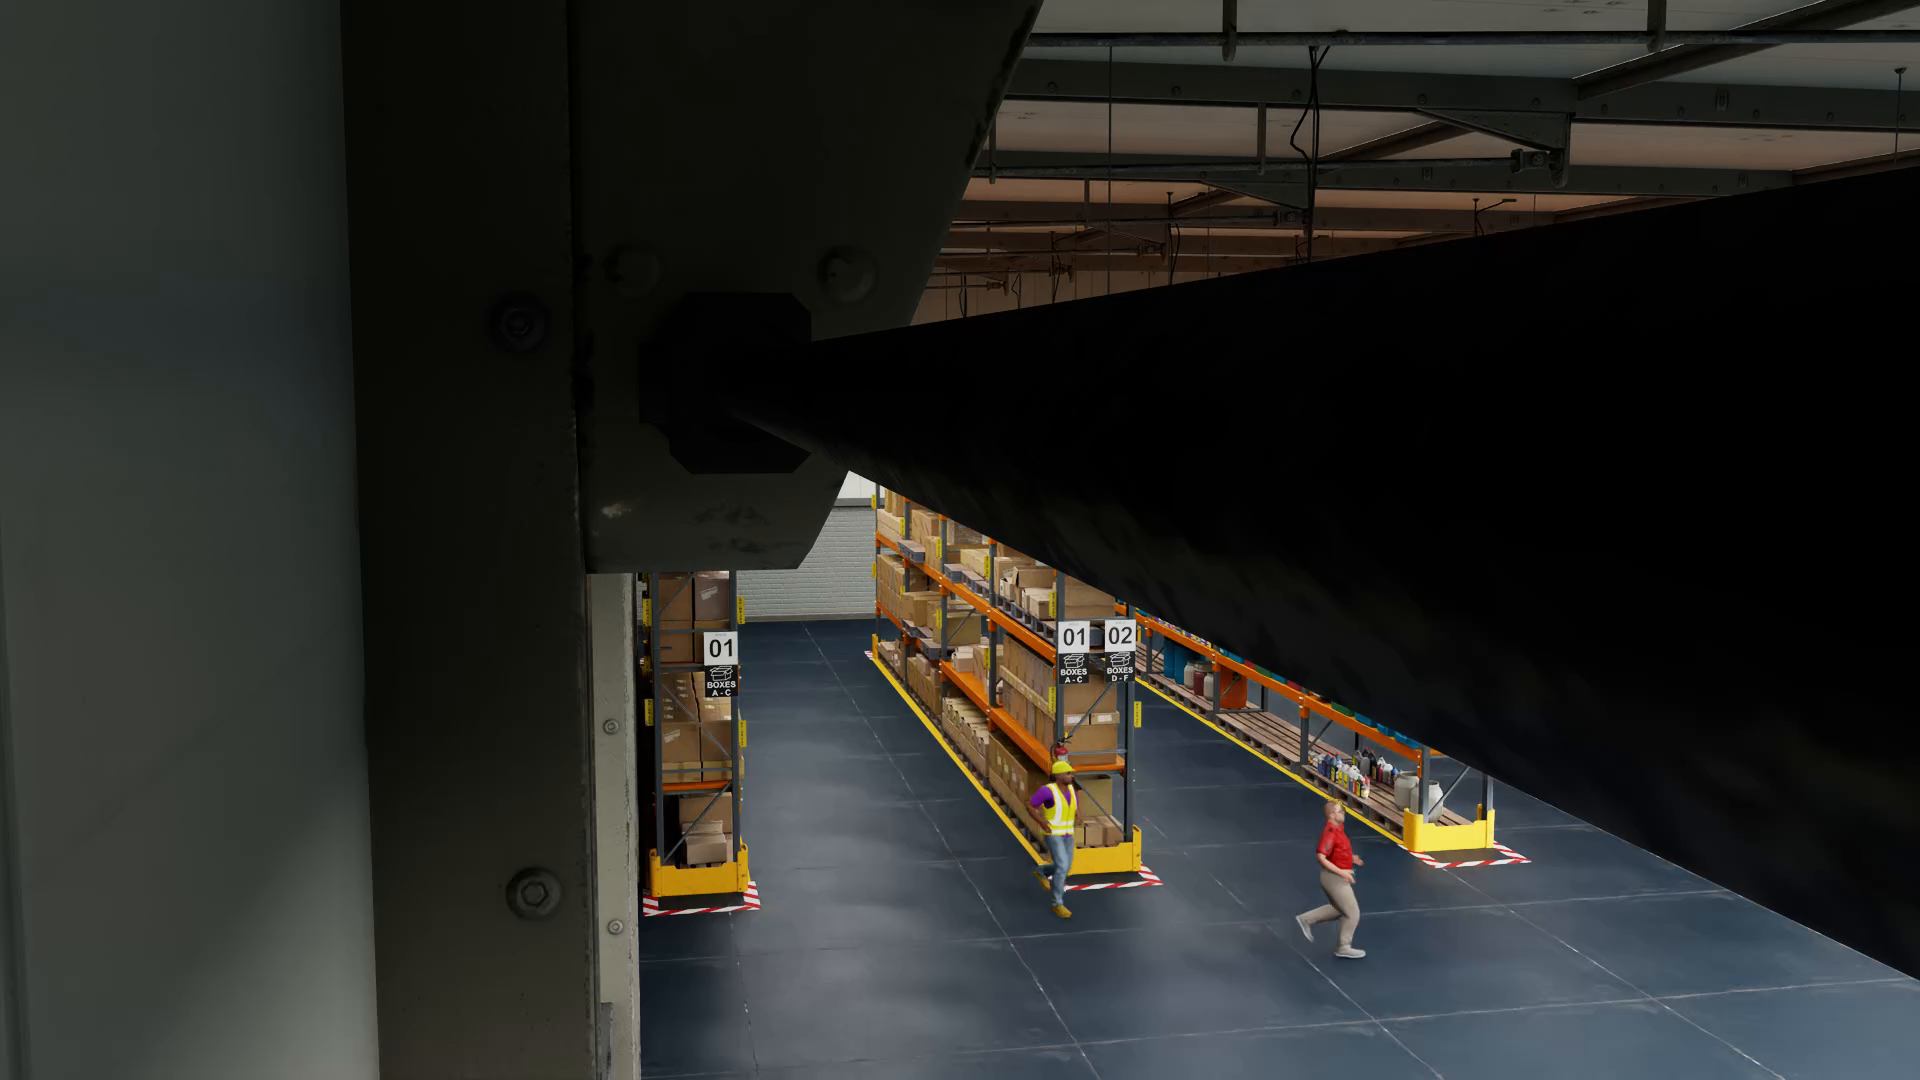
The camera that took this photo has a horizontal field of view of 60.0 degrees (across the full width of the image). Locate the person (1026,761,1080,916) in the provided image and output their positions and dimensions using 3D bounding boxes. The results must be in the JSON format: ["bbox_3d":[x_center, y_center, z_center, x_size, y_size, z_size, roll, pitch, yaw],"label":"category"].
[{"bbox_3d":[1.170,3.478,19.697,0.731,1.722,0.855,-6,8,-44],"label":"person"}]

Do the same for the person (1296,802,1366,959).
[{"bbox_3d":[4.010,3.653,17.943,0.751,1.679,0.670,1,6,13],"label":"person"}]
